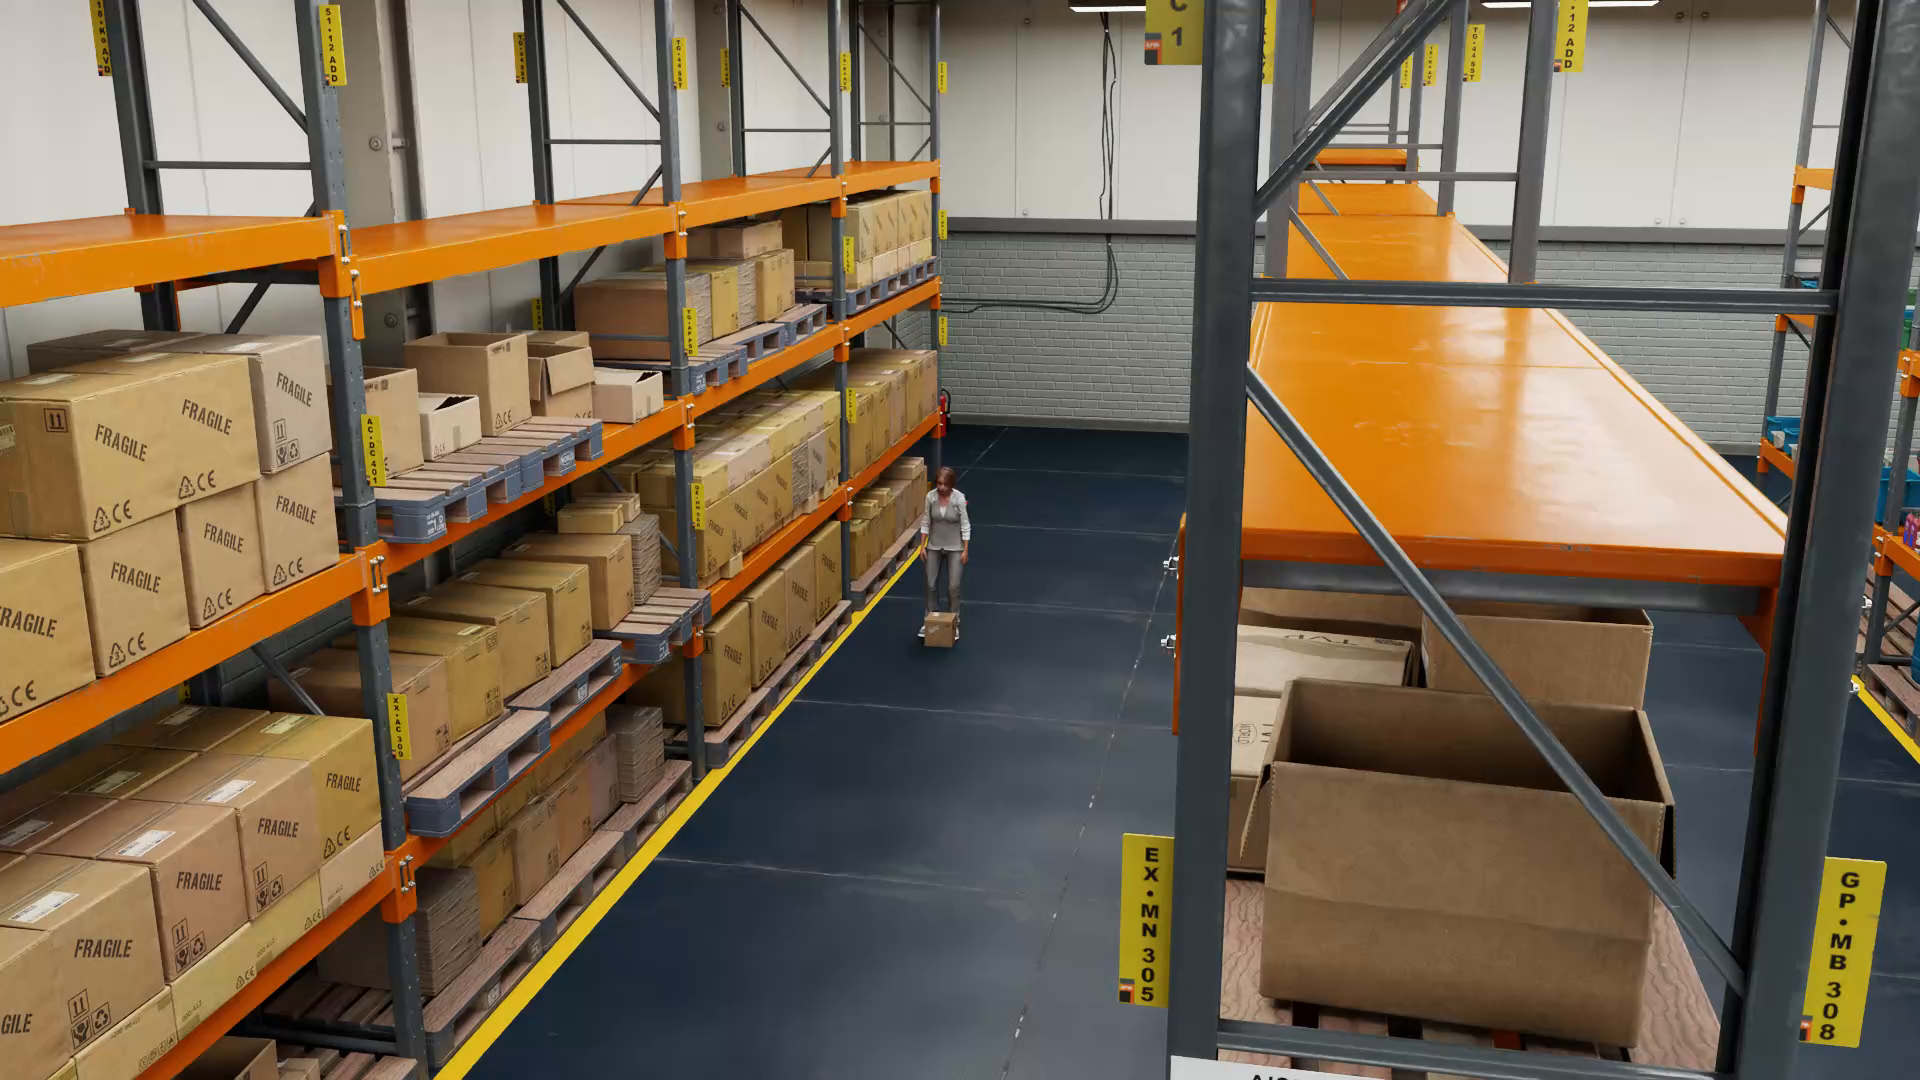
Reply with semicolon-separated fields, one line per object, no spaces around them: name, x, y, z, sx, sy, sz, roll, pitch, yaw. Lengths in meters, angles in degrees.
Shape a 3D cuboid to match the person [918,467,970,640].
person;-0.139;0.107;15.134;0.462;1.593;0.364;3;15;12
